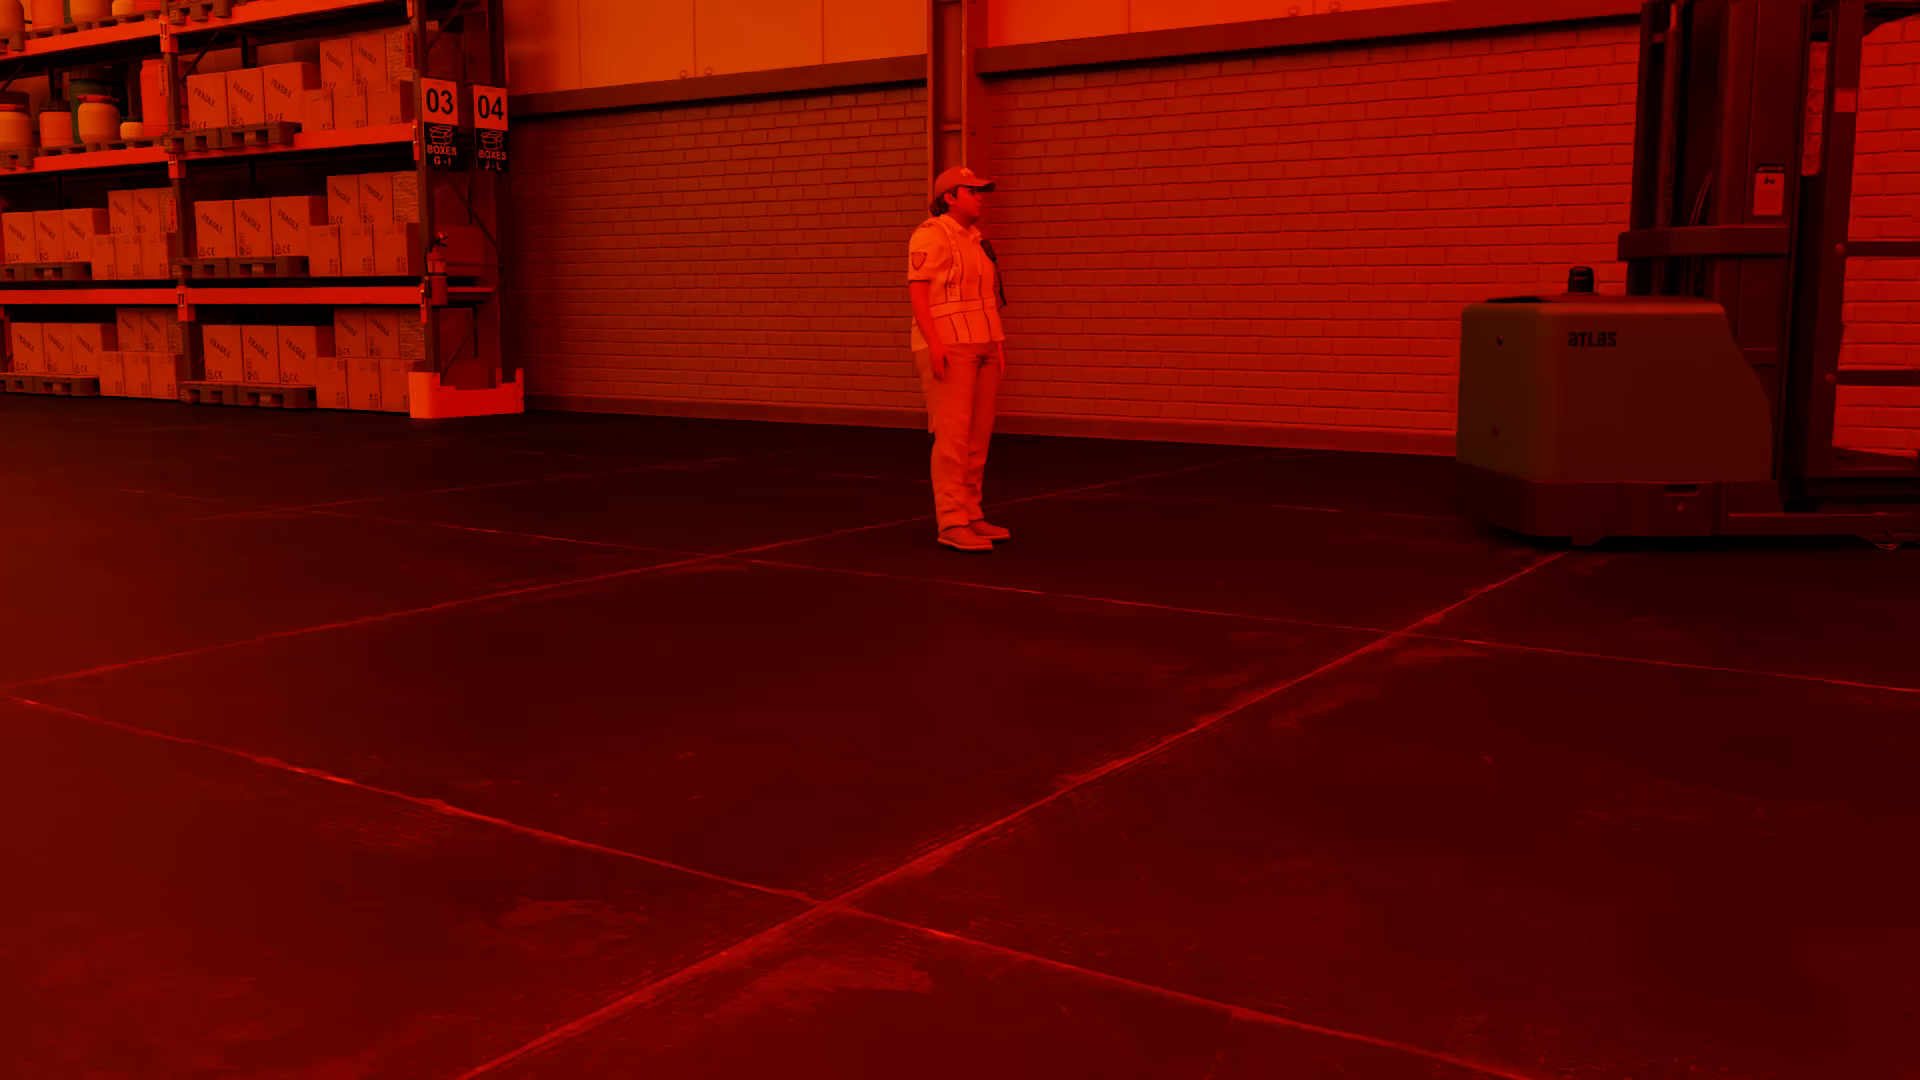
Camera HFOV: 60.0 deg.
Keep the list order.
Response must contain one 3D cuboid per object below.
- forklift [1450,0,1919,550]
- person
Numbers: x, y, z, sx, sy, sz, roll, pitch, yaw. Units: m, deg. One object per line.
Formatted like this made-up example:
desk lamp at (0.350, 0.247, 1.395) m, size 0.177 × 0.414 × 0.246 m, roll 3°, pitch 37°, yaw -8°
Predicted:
forklift at (3.940, -1.482, 7.612) m, size 3.031 × 2.935 × 1.130 m, roll -1°, pitch 8°, yaw -4°
person at (0.051, -0.823, 7.424) m, size 0.529 × 1.670 × 0.598 m, roll 5°, pitch 10°, yaw 34°
